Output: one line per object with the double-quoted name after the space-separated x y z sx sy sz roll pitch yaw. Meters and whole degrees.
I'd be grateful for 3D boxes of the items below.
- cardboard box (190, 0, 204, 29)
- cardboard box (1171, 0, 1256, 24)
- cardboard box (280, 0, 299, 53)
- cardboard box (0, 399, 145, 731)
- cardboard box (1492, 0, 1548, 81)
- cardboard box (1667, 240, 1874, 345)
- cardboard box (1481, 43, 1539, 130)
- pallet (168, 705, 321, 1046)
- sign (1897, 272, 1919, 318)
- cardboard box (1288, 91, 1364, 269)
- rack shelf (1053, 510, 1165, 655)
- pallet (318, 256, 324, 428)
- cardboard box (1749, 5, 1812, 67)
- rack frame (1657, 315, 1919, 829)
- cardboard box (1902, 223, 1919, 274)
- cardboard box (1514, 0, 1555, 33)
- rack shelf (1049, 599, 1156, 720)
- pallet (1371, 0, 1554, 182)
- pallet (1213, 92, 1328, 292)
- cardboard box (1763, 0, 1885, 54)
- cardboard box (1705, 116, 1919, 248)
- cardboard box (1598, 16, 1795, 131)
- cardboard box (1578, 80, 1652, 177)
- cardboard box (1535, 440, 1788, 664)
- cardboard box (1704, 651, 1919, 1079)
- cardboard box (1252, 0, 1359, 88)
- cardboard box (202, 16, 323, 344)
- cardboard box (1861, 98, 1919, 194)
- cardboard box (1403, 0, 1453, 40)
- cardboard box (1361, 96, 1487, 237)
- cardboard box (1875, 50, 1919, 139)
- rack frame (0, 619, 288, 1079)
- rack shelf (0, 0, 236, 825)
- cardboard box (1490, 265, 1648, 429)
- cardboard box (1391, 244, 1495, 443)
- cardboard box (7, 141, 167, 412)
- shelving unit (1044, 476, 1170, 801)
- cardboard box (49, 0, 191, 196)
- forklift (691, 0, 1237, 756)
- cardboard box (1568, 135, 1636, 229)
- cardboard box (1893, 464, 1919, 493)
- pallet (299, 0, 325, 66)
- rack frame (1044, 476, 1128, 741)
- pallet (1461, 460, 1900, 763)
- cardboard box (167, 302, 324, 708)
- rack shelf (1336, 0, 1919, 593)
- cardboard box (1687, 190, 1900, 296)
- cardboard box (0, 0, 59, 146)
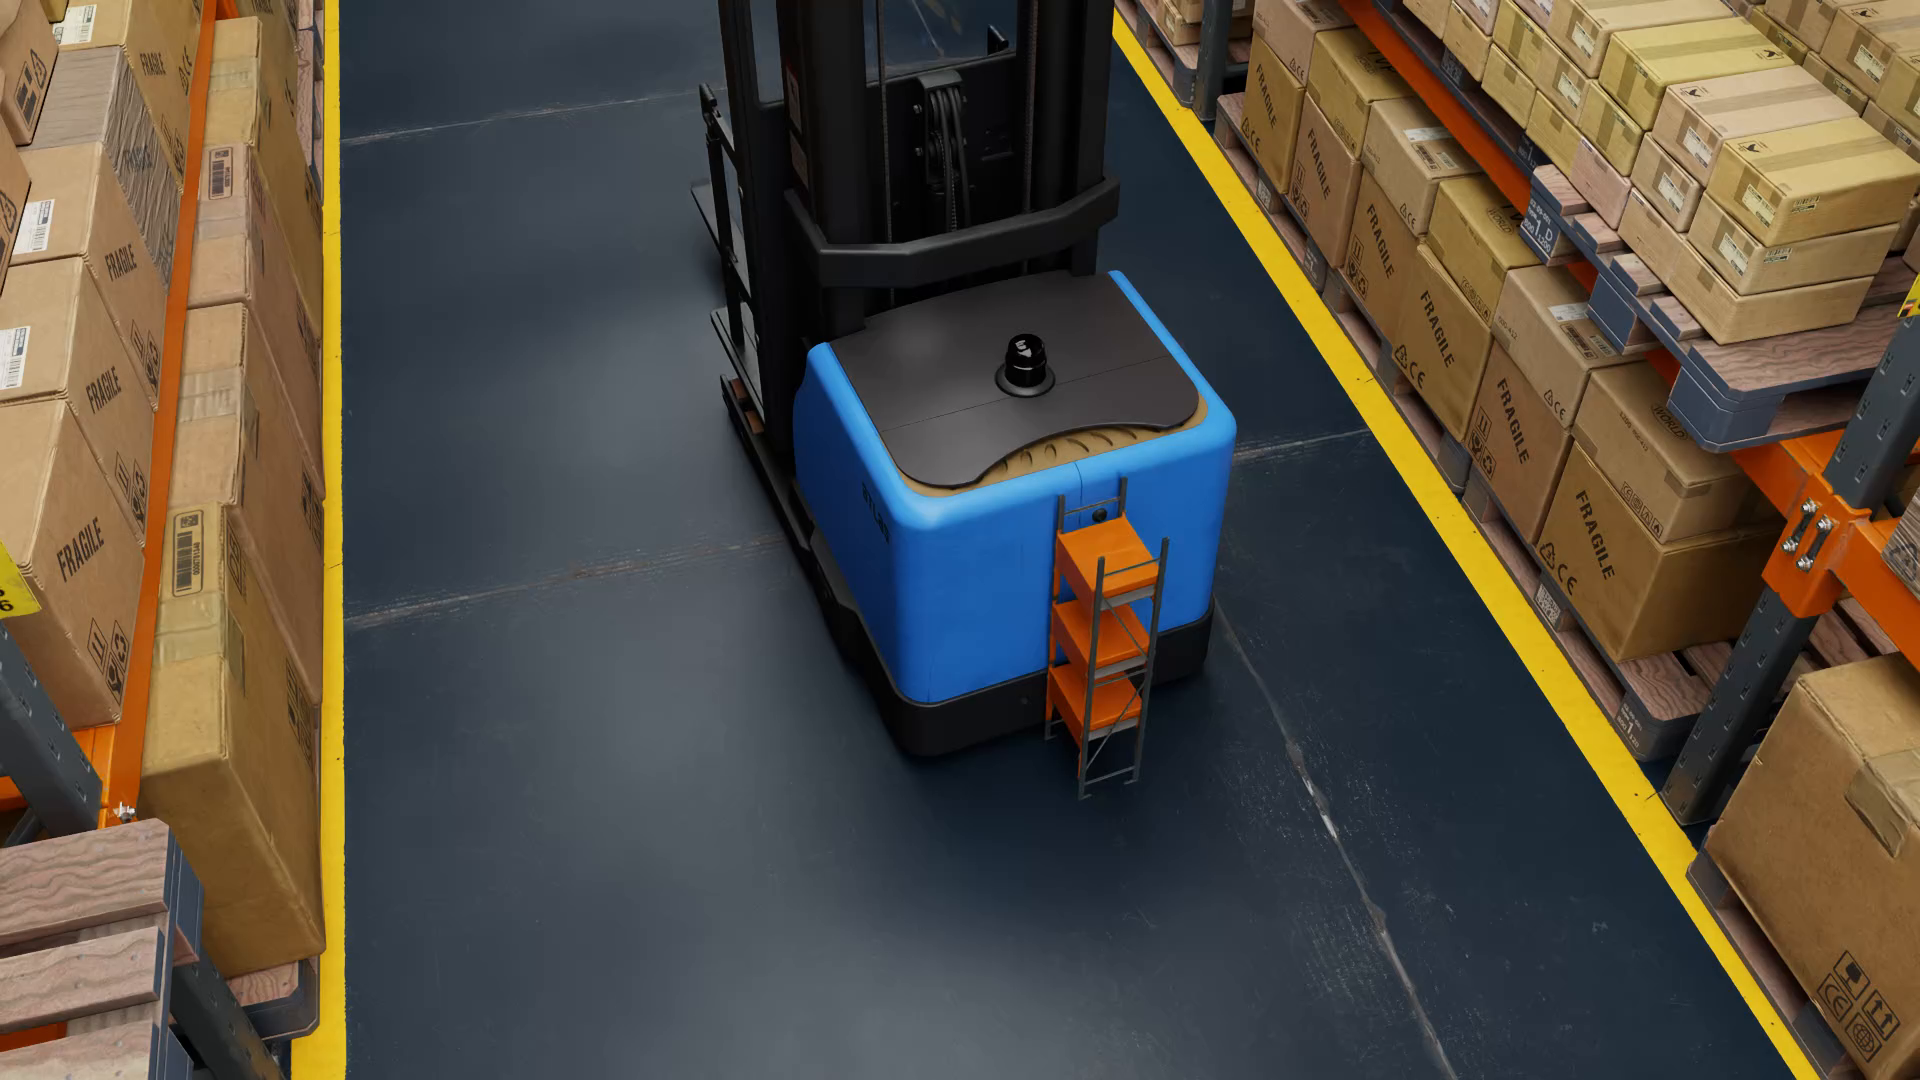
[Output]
-2.865 -2.018 5.557 0.500 0.500 0.500 -11 47 -10 "cardboard box"
1.184 -2.505 7.599 0.380 0.149 0.250 -10 46 -10 "cardboard box"
-3.571 -2.751 7.539 0.875 0.875 0.875 -11 47 -10 "cardboard box"
-2.086 0.086 3.496 0.500 0.500 0.500 -9 46 -9 "cardboard box"
1.764 -1.463 4.757 0.380 0.149 0.250 -11 47 -11 "cardboard box"
2.025 -0.647 4.166 0.380 0.149 0.250 -10 46 -10 "cardboard box"
1.766 -1.354 4.859 0.380 0.149 0.250 -13 47 -12 "cardboard box"
-2.354 0.924 4.697 1.003 0.211 1.213 -11 47 -10 "pallet"
2.073 -0.603 3.486 0.100 0.325 0.005 -11 47 -10 "sign"
1.641 -1.441 6.518 0.500 0.500 0.500 -9 46 -9 "cardboard box"
0.400 0.115 4.519 0.215 0.259 0.240 -16 48 -15 "rack shelf"
-2.979 -0.761 6.348 1.003 0.211 1.213 -11 47 -10 "pallet"
2.458 -1.409 4.705 0.380 0.149 0.250 -11 47 -10 "cardboard box"
2.596 -0.331 3.974 1.000 3.000 0.127 -11 47 -10 "rack frame"
2.676 -0.736 4.253 0.380 0.149 0.250 -11 47 -11 "cardboard box"
1.770 -1.559 4.643 0.380 0.149 0.250 -11 47 -10 "cardboard box"
0.400 0.313 4.722 0.215 0.259 0.240 -16 48 -15 "rack shelf"
2.049 -1.623 5.375 1.003 0.211 1.213 -11 47 -10 "pallet"
1.772 -1.580 7.150 1.003 0.211 1.213 -11 47 -10 "pallet"
2.467 -1.491 4.576 0.380 0.149 0.250 -13 47 -12 "cardboard box"
2.027 -0.853 3.951 0.380 0.149 0.250 -12 47 -12 "cardboard box"
1.898 -1.208 4.299 0.380 0.149 0.250 -9 46 -9 "cardboard box"
1.889 -1.117 4.418 0.380 0.149 0.250 -10 46 -9 "cardboard box"
2.174 -0.010 5.116 0.500 0.500 0.500 -11 47 -11 "cardboard box"
2.665 0.746 4.200 1.050 0.750 0.750 -11 47 -11 "cardboard box"
1.505 -2.069 6.608 0.500 0.250 0.500 -13 47 -12 "cardboard box"
-3.066 -1.221 6.040 1.225 0.875 0.875 -11 47 -10 "cardboard box"
2.595 -1.052 4.354 0.380 0.149 0.250 -9 46 -8 "cardboard box"
1.629 -1.721 5.218 0.380 0.149 0.250 -13 47 -12 "cardboard box"
1.770 -1.349 5.903 0.500 0.250 0.500 -9 46 -9 "cardboard box"
2.593 -1.138 4.230 0.380 0.149 0.250 -12 47 -11 "cardboard box"
-2.222 0.505 3.155 0.949 2.616 0.053 -11 47 -10 "rack frame"
-2.737 -0.623 4.764 1.077 0.370 4.000 -11 47 -10 "rack shelf"
2.027 -0.637 5.205 0.500 0.250 0.500 -10 46 -10 "cardboard box"
1.894 -0.731 5.822 0.500 0.500 0.500 -13 47 -12 "cardboard box"
-2.355 -0.623 4.190 0.500 0.500 0.500 -11 47 -11 "cardboard box"
0.400 0.306 4.715 0.215 1.050 0.252 -16 48 -15 "shelving unit"
-2.605 -1.315 4.869 0.500 0.500 0.500 -11 47 -11 "cardboard box"
-0.235 -1.443 5.112 1.130 2.935 3.031 -16 48 -15 "forklift"
1.897 -0.996 4.508 0.380 0.149 0.250 -10 46 -10 "cardboard box"
2.653 -0.386 4.959 0.500 0.250 0.500 -13 47 -12 "cardboard box"
-3.684 -2.663 8.212 1.003 0.211 1.213 -11 47 -10 "pallet"
0.354 0.225 4.794 0.200 1.050 0.008 -16 48 -15 "rack frame"
2.397 0.105 5.499 1.003 0.211 1.213 -11 47 -10 "pallet"
-2.602 0.005 4.838 1.225 0.875 0.875 -11 47 -10 "cardboard box"
2.084 -1.460 5.585 1.077 0.370 4.000 -11 47 -10 "rack shelf"
2.029 -0.752 4.061 0.380 0.149 0.250 -10 46 -9 "cardboard box"
-2.739 -1.300 4.152 0.797 0.503 0.637 -9 46 -9 "cardboard box"
